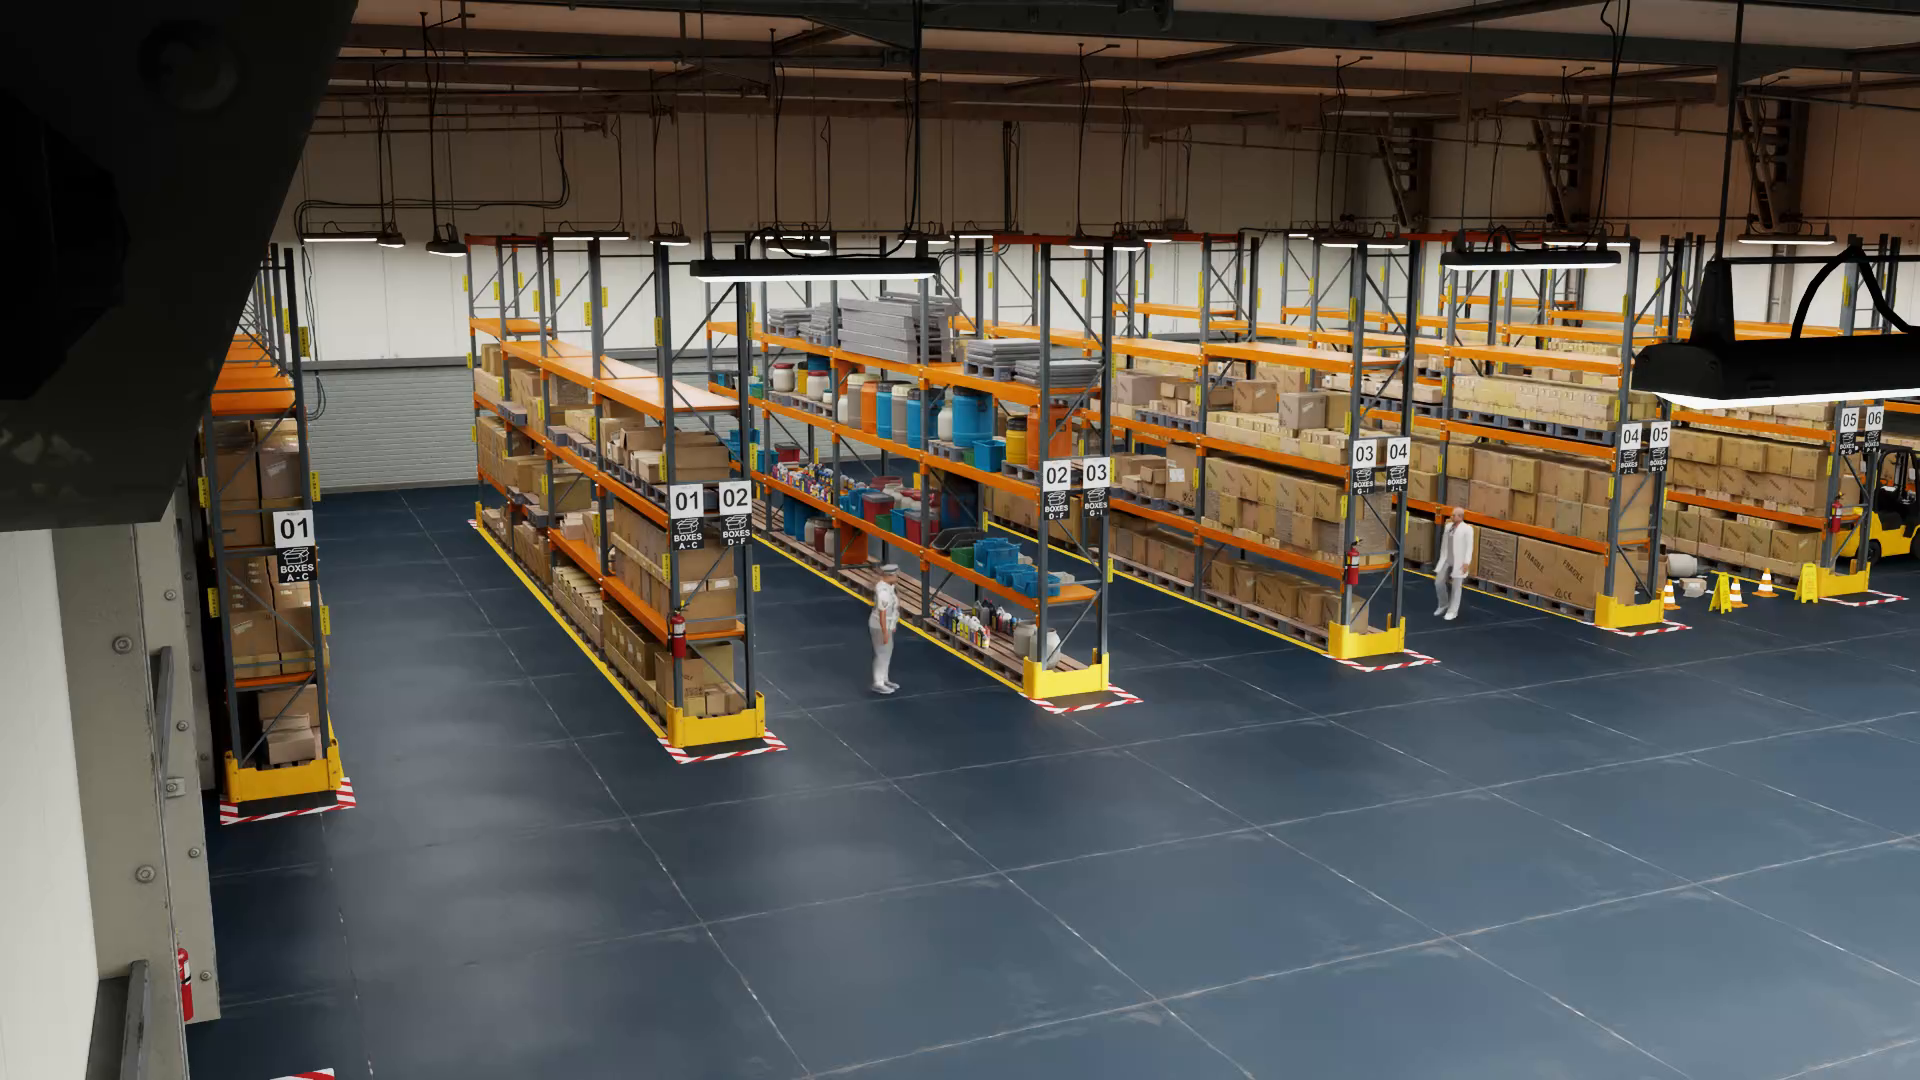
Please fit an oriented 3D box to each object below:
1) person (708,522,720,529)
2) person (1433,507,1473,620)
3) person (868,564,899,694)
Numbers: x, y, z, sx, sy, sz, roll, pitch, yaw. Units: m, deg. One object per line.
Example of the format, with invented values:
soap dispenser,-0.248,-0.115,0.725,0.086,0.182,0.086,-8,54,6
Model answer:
person,-4.545,-0.532,31.216,0.527,1.792,0.559,-2,11,-11
person,7.887,0.388,26.586,0.602,1.821,0.531,8,14,36
person,-1.027,1.195,22.444,0.426,1.747,0.565,0,11,1
